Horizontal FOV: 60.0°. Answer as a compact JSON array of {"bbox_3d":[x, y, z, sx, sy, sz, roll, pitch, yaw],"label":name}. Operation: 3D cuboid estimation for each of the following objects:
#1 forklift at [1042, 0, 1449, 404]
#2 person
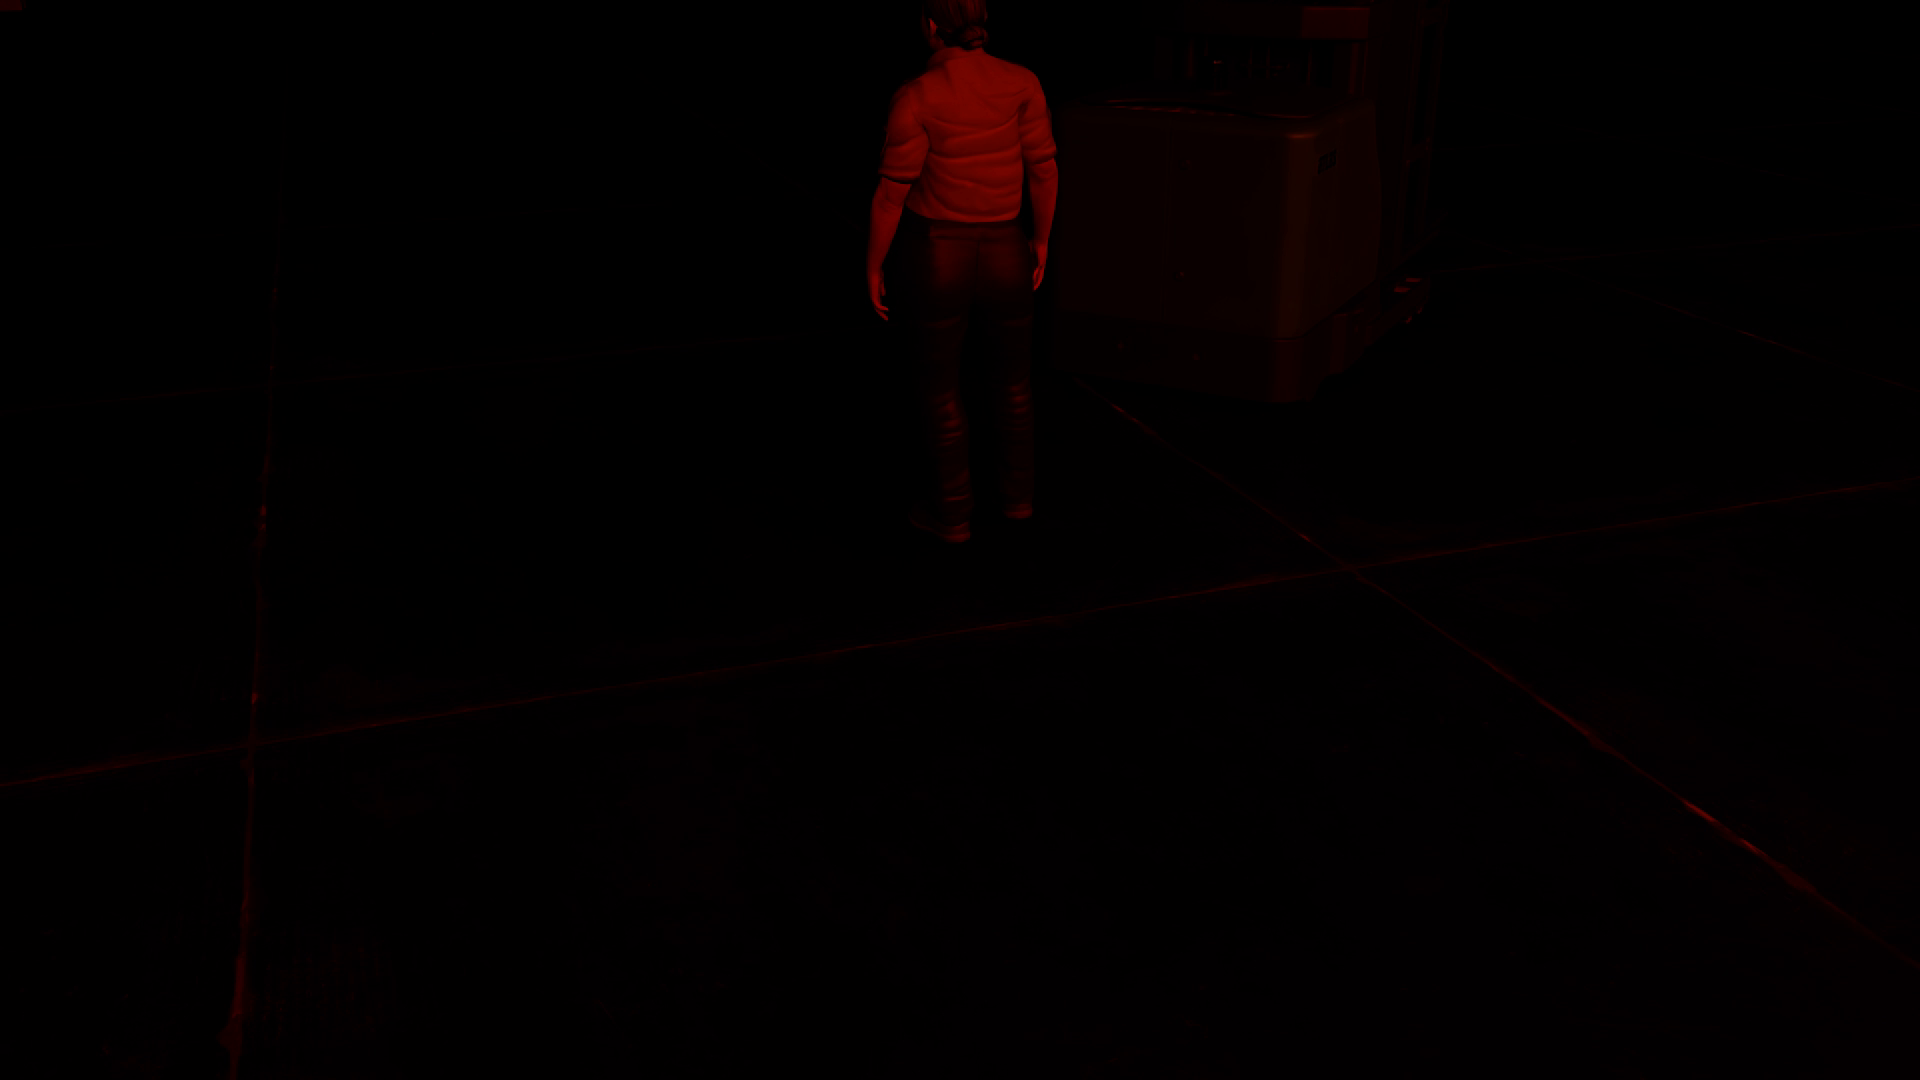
[{"bbox_3d":[1.473,-2.380,6.959,1.130,2.935,3.031,12,26,26],"label":"forklift"},{"bbox_3d":[-0.009,-0.802,4.843,0.598,1.651,0.502,-8,24,-18],"label":"person"}]
